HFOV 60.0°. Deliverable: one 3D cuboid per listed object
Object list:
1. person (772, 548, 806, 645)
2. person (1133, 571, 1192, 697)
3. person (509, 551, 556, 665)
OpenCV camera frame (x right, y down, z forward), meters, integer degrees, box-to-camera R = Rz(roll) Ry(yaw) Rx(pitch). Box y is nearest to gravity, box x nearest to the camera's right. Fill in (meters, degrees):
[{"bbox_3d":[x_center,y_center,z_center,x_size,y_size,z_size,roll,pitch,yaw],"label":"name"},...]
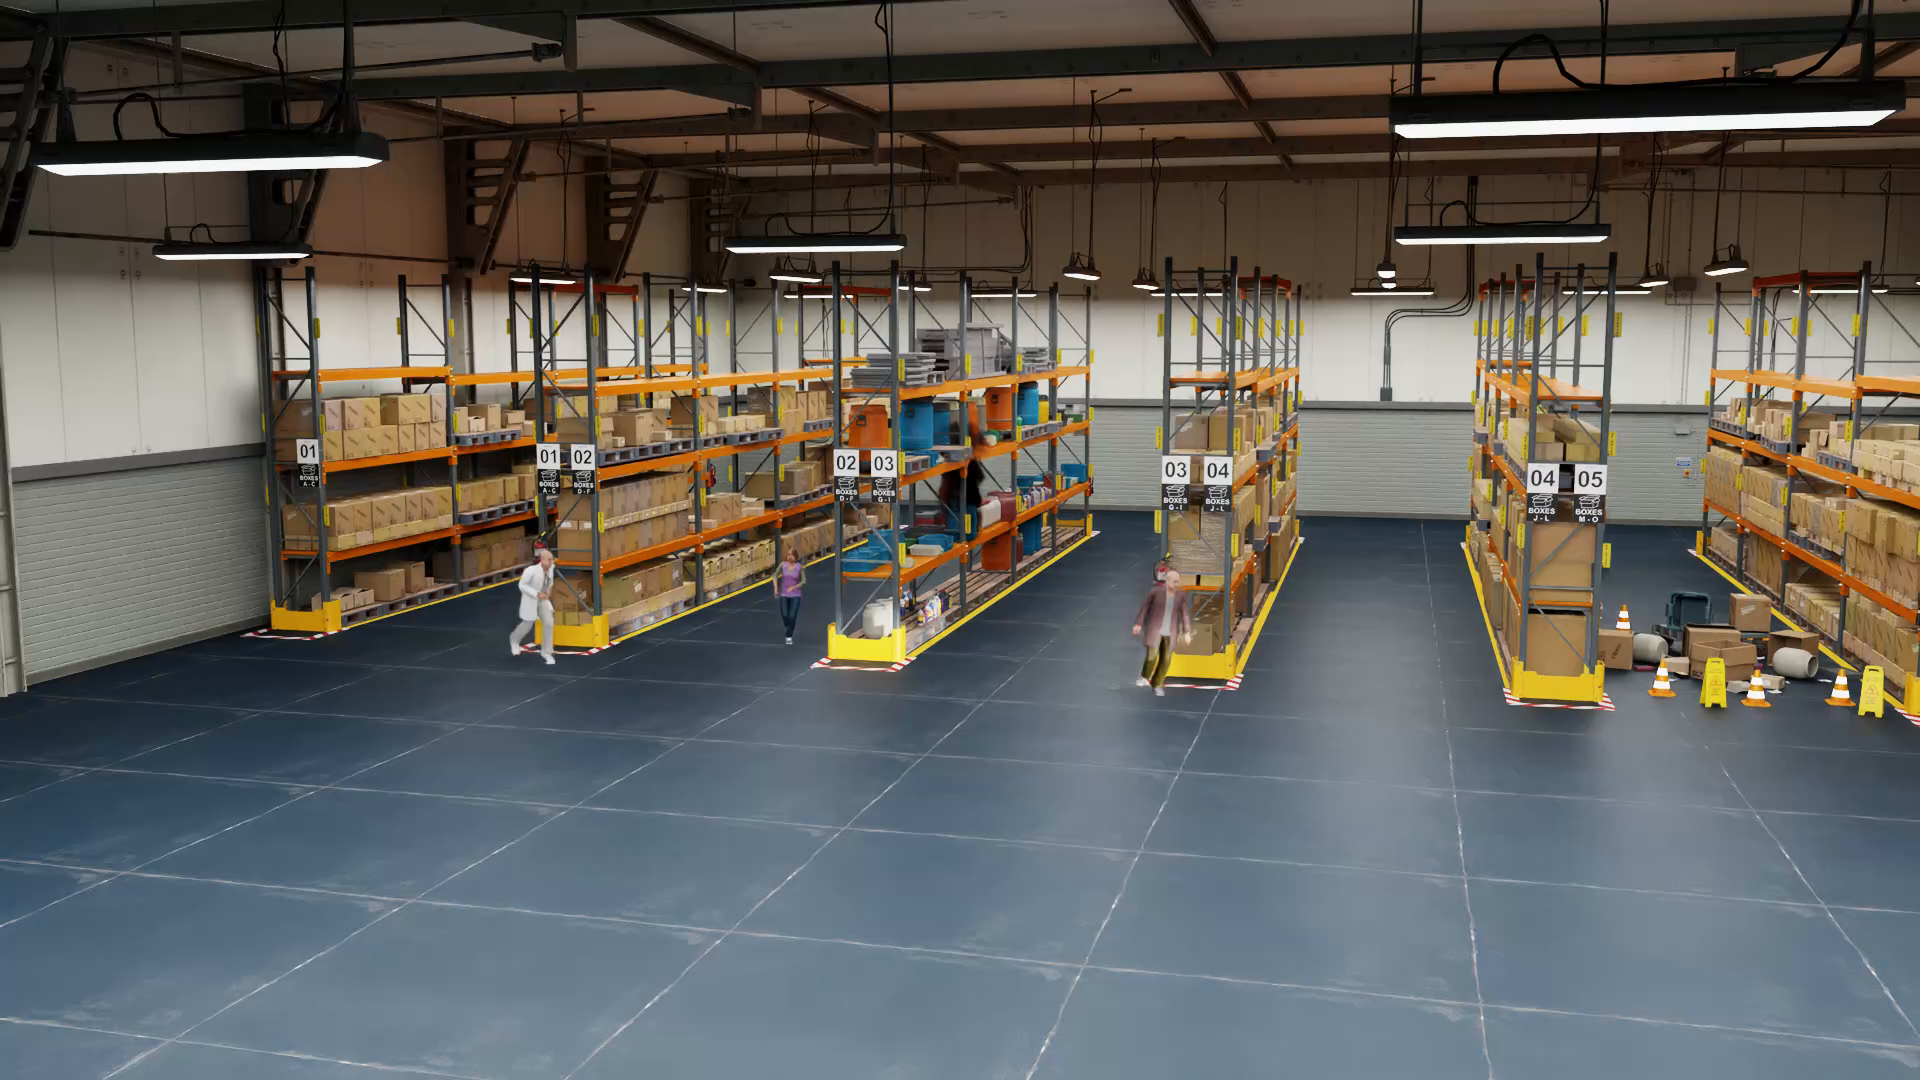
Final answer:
[{"bbox_3d":[-2.717,0.904,26.477,0.549,1.534,0.521,0,7,-4],"label":"person"},{"bbox_3d":[2.764,1.270,22.797,0.715,1.761,0.587,-2,7,-15],"label":"person"},{"bbox_3d":[-6.464,0.998,25.149,1.043,1.743,0.745,5,9,35],"label":"person"}]
